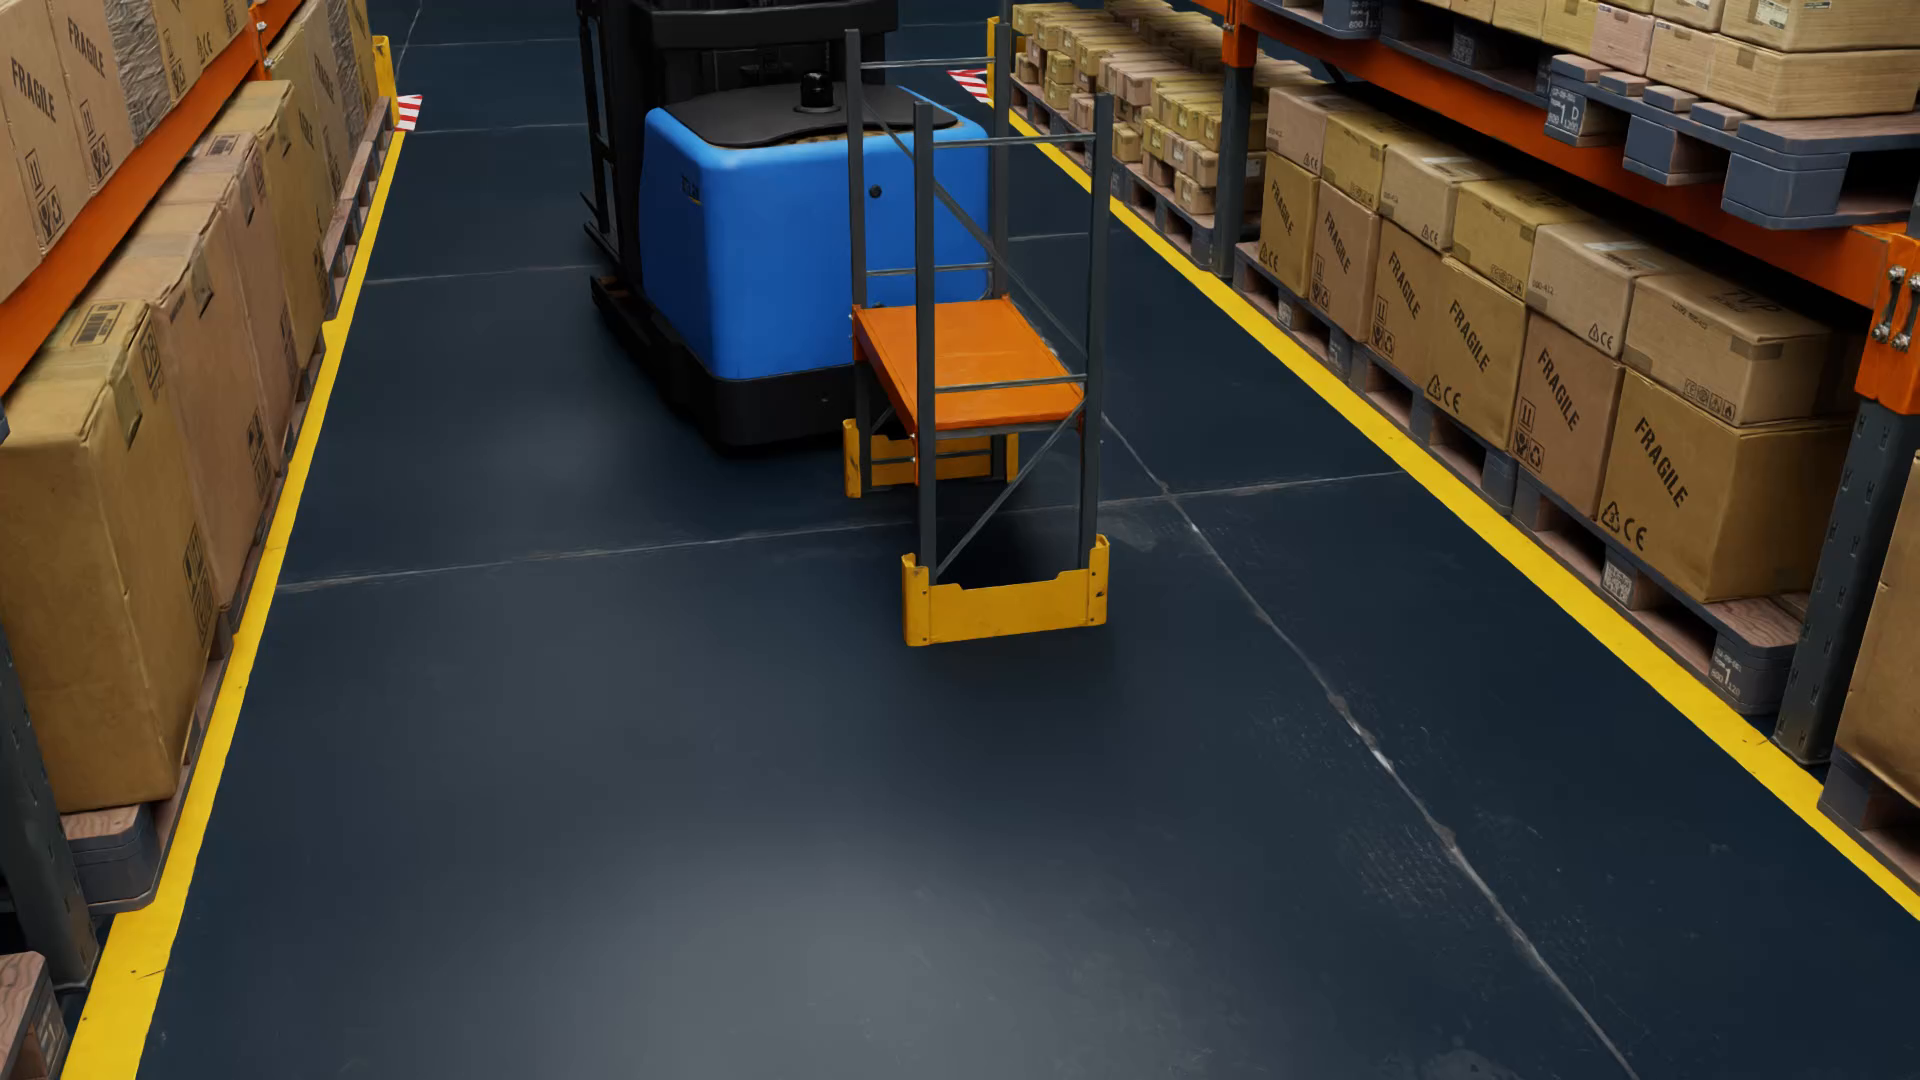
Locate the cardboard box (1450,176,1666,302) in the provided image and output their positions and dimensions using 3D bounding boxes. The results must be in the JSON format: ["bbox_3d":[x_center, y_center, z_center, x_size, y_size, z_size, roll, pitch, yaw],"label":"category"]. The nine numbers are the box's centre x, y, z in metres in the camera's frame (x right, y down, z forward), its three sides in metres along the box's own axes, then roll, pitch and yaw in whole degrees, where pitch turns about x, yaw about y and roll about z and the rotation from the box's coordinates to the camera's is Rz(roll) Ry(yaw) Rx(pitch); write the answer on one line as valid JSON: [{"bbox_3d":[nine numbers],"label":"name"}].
[{"bbox_3d":[1.929,-0.974,5.327,0.500,0.250,0.500,-5,27,-10],"label":"cardboard box"}]

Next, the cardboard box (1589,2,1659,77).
[{"bbox_3d":[1.891,-1.316,4.342,0.380,0.149,0.250,-5,27,-11],"label":"cardboard box"}]

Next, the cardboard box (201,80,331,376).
[{"bbox_3d":[-3.030,-1.106,6.004,1.225,0.875,0.875,-6,27,-11],"label":"cardboard box"}]

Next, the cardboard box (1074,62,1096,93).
[{"bbox_3d":[0.880,-2.698,9.633,0.380,0.149,0.250,-7,28,-14],"label":"cardboard box"}]

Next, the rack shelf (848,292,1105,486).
[{"bbox_3d":[0.019,-0.472,4.919,0.538,0.185,1.000,-6,27,-12],"label":"rack shelf"}]

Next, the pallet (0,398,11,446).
[{"bbox_3d":[-2.028,-0.002,2.138,1.213,0.211,1.003,-6,27,-12],"label":"pallet"}]

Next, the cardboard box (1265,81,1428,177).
[{"bbox_3d":[1.570,-1.660,6.686,0.500,0.250,0.500,-7,28,-14],"label":"cardboard box"}]

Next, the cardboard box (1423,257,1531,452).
[{"bbox_3d":[1.911,-0.642,5.501,0.500,0.500,0.500,-7,28,-14],"label":"cardboard box"}]

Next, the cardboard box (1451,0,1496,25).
[{"bbox_3d":[1.720,-1.658,5.018,0.380,0.149,0.250,-5,27,-10],"label":"cardboard box"}]

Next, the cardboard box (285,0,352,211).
[{"bbox_3d":[-3.468,-2.078,7.929,0.875,0.875,0.875,-6,27,-12],"label":"cardboard box"}]

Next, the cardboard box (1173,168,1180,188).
[{"bbox_3d":[1.264,-1.780,8.145,0.380,0.149,0.250,-5,27,-10],"label":"cardboard box"}]

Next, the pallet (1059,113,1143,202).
[{"bbox_3d":[1.197,-2.188,9.351,1.003,0.211,1.213,-6,27,-12],"label":"pallet"}]

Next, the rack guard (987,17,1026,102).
[{"bbox_3d":[0.777,-3.212,11.058,1.175,0.500,0.348,-6,27,-12],"label":"rack guard"}]

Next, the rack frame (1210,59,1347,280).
[{"bbox_3d":[1.661,-2.605,7.082,1.000,3.000,0.127,-6,27,-12],"label":"rack frame"}]

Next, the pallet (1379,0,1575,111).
[{"bbox_3d":[2.077,-1.628,5.360,1.003,0.211,1.213,-6,27,-12],"label":"pallet"}]

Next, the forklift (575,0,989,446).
[{"bbox_3d":[-0.943,-2.271,6.497,1.130,2.935,3.031,-11,29,-21],"label":"forklift"}]

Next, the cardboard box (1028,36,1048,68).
[{"bbox_3d":[0.634,-3.027,10.285,0.380,0.149,0.250,-6,27,-12],"label":"cardboard box"}]

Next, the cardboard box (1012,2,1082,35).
[{"bbox_3d":[0.547,-3.277,10.451,0.380,0.149,0.250,-7,28,-14],"label":"cardboard box"}]

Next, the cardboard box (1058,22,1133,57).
[{"bbox_3d":[0.795,-2.944,9.791,0.380,0.149,0.250,-7,28,-14],"label":"cardboard box"}]

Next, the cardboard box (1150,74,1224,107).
[{"bbox_3d":[1.186,-2.254,8.424,0.380,0.149,0.250,-5,27,-10],"label":"cardboard box"}]

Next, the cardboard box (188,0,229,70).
[{"bbox_3d":[-2.718,-1.795,5.366,0.500,0.500,0.500,-5,27,-10],"label":"cardboard box"}]

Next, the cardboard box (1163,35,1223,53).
[{"bbox_3d":[1.371,-2.758,9.424,0.380,0.149,0.250,-7,28,-13],"label":"cardboard box"}]

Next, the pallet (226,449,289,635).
[{"bbox_3d":[-2.668,-0.033,5.081,1.003,0.211,1.213,-6,27,-12],"label":"pallet"}]

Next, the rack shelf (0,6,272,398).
[{"bbox_3d":[-2.743,-0.947,4.595,1.077,0.370,4.000,-6,27,-12],"label":"rack shelf"}]

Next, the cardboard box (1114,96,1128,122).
[{"bbox_3d":[1.052,-2.342,8.928,0.380,0.149,0.250,-7,28,-14],"label":"cardboard box"}]

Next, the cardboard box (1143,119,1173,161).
[{"bbox_3d":[1.130,-1.992,8.235,0.380,0.149,0.250,-7,28,-13],"label":"cardboard box"}]

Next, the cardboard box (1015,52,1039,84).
[{"bbox_3d":[0.566,-3.013,10.589,0.380,0.149,0.250,-5,27,-11],"label":"cardboard box"}]

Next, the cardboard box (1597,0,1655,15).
[{"bbox_3d":[1.884,-1.460,4.296,0.380,0.149,0.250,-5,27,-10],"label":"cardboard box"}]

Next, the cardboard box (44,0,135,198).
[{"bbox_3d":[-2.374,-1.126,4.041,0.500,0.500,0.500,-6,27,-13],"label":"cardboard box"}]

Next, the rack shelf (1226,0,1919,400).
[{"bbox_3d":[2.112,-1.406,5.505,1.077,0.370,4.000,-6,27,-12],"label":"rack shelf"}]

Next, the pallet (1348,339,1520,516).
[{"bbox_3d":[2.116,-0.482,5.970,1.003,0.211,1.213,-6,27,-12],"label":"pallet"}]

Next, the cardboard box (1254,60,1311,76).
[{"bbox_3d":[1.617,-2.423,8.759,0.380,0.149,0.250,-5,27,-10],"label":"cardboard box"}]

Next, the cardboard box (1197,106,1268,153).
[{"bbox_3d":[1.327,-1.915,7.753,0.380,0.149,0.250,-5,27,-10],"label":"cardboard box"}]

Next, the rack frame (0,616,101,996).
[{"bbox_3d":[-2.293,-0.390,2.693,1.000,3.000,0.127,-6,27,-12],"label":"rack frame"}]

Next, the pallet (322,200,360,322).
[{"bbox_3d":[-3.289,-1.243,7.478,1.003,0.211,1.213,-6,27,-12],"label":"pallet"}]

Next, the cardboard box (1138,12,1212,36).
[{"bbox_3d":[1.309,-3.118,10.136,0.380,0.149,0.250,-7,28,-13],"label":"cardboard box"}]

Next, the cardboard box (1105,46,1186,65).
[{"bbox_3d":[1.013,-2.600,9.111,0.380,0.149,0.250,-6,27,-11],"label":"cardboard box"}]

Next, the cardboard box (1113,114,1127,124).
[{"bbox_3d":[1.014,-2.233,9.043,0.380,0.149,0.250,-5,27,-11],"label":"cardboard box"}]

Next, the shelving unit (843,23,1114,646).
[{"bbox_3d":[0.017,-0.636,4.846,0.587,1.500,1.083,-6,27,-12],"label":"shelving unit"}]

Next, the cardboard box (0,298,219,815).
[{"bbox_3d":[-2.428,0.066,3.682,1.225,0.875,0.875,-7,28,-14],"label":"cardboard box"}]

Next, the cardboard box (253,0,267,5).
[{"bbox_3d":[-2.937,-2.197,6.553,0.380,0.149,0.250,-6,27,-11],"label":"cardboard box"}]

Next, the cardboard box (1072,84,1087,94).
[{"bbox_3d":[0.868,-2.573,9.716,0.380,0.149,0.250,-6,27,-11],"label":"cardboard box"}]

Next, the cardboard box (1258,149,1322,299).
[{"bbox_3d":[1.569,-1.325,6.855,0.500,0.500,0.500,-5,27,-10],"label":"cardboard box"}]
